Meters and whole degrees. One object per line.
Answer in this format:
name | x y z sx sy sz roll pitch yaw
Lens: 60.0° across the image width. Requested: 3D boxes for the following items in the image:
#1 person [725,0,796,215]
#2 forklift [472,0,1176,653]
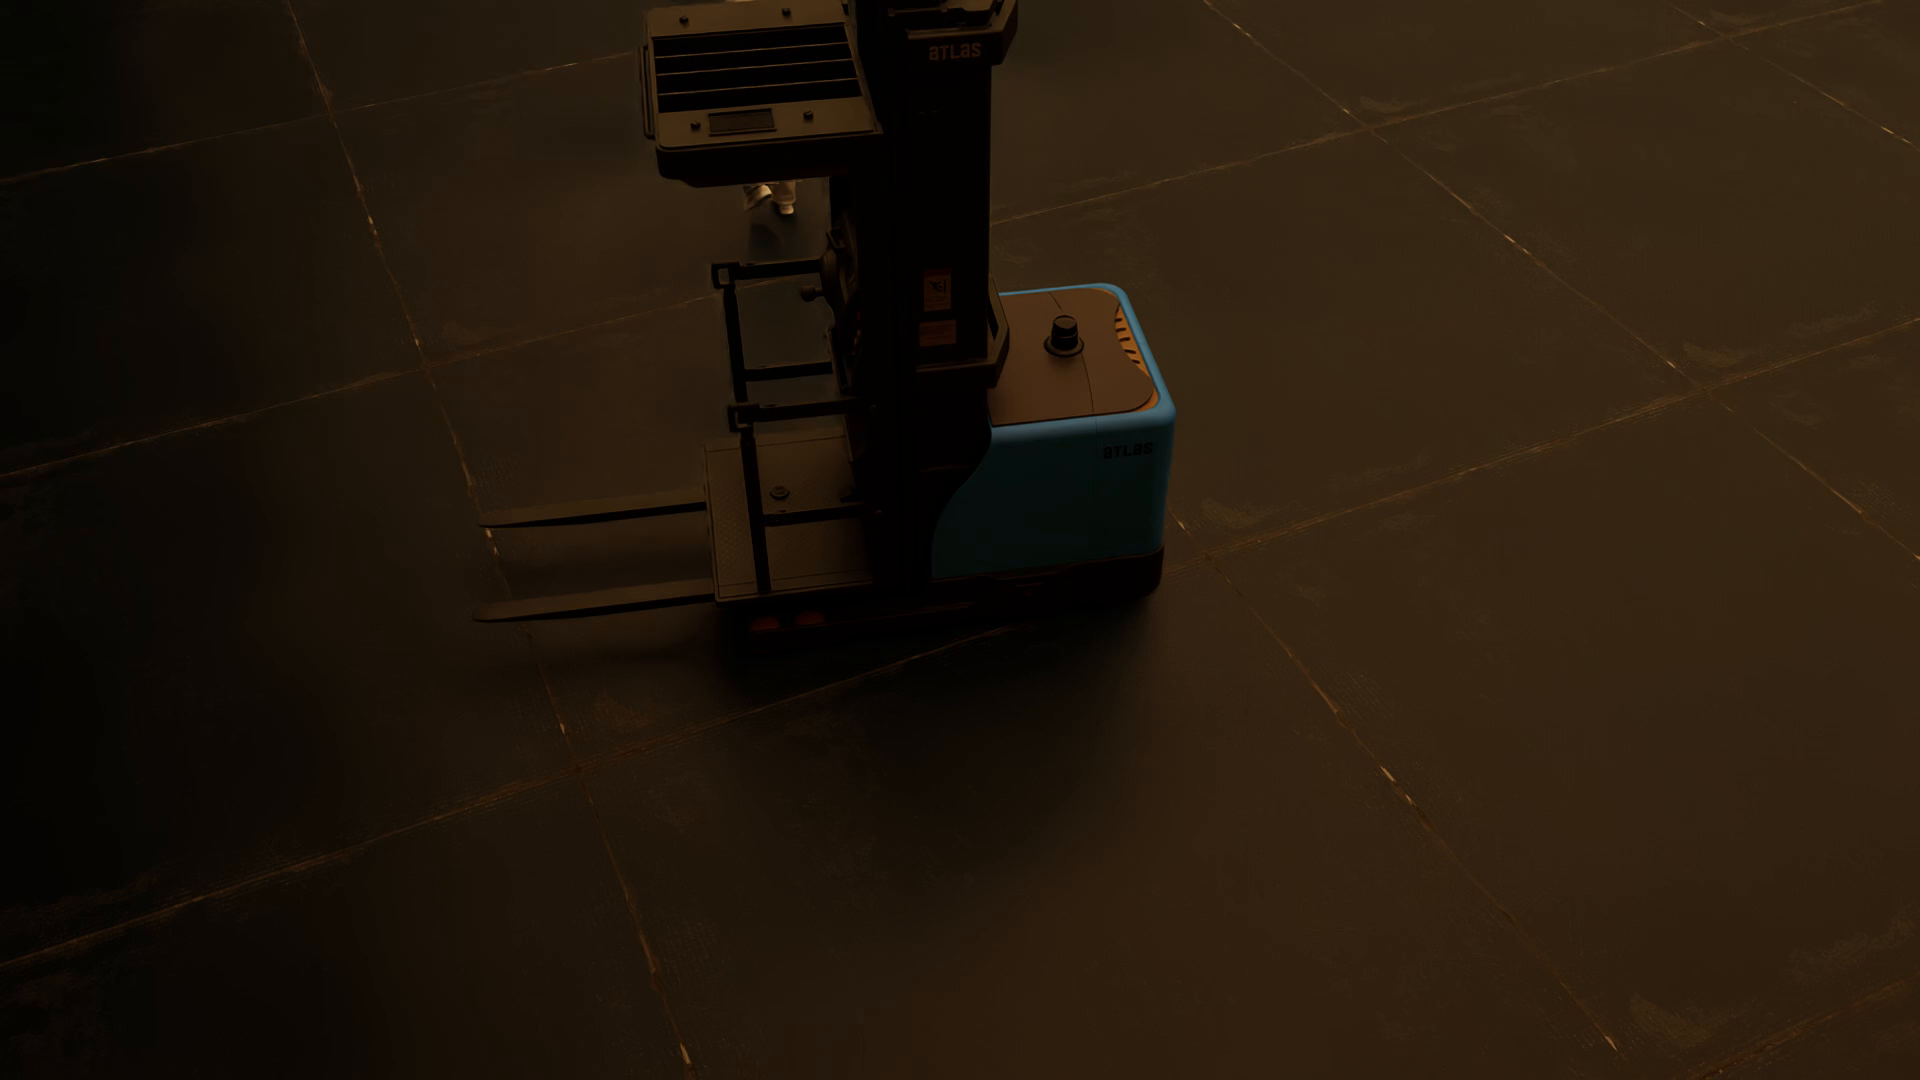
person | -1.116 -2.592 9.395 0.611 1.656 0.477 -16 45 -16
forklift | -0.657 -0.965 6.714 3.031 2.935 1.130 -7 43 -7
